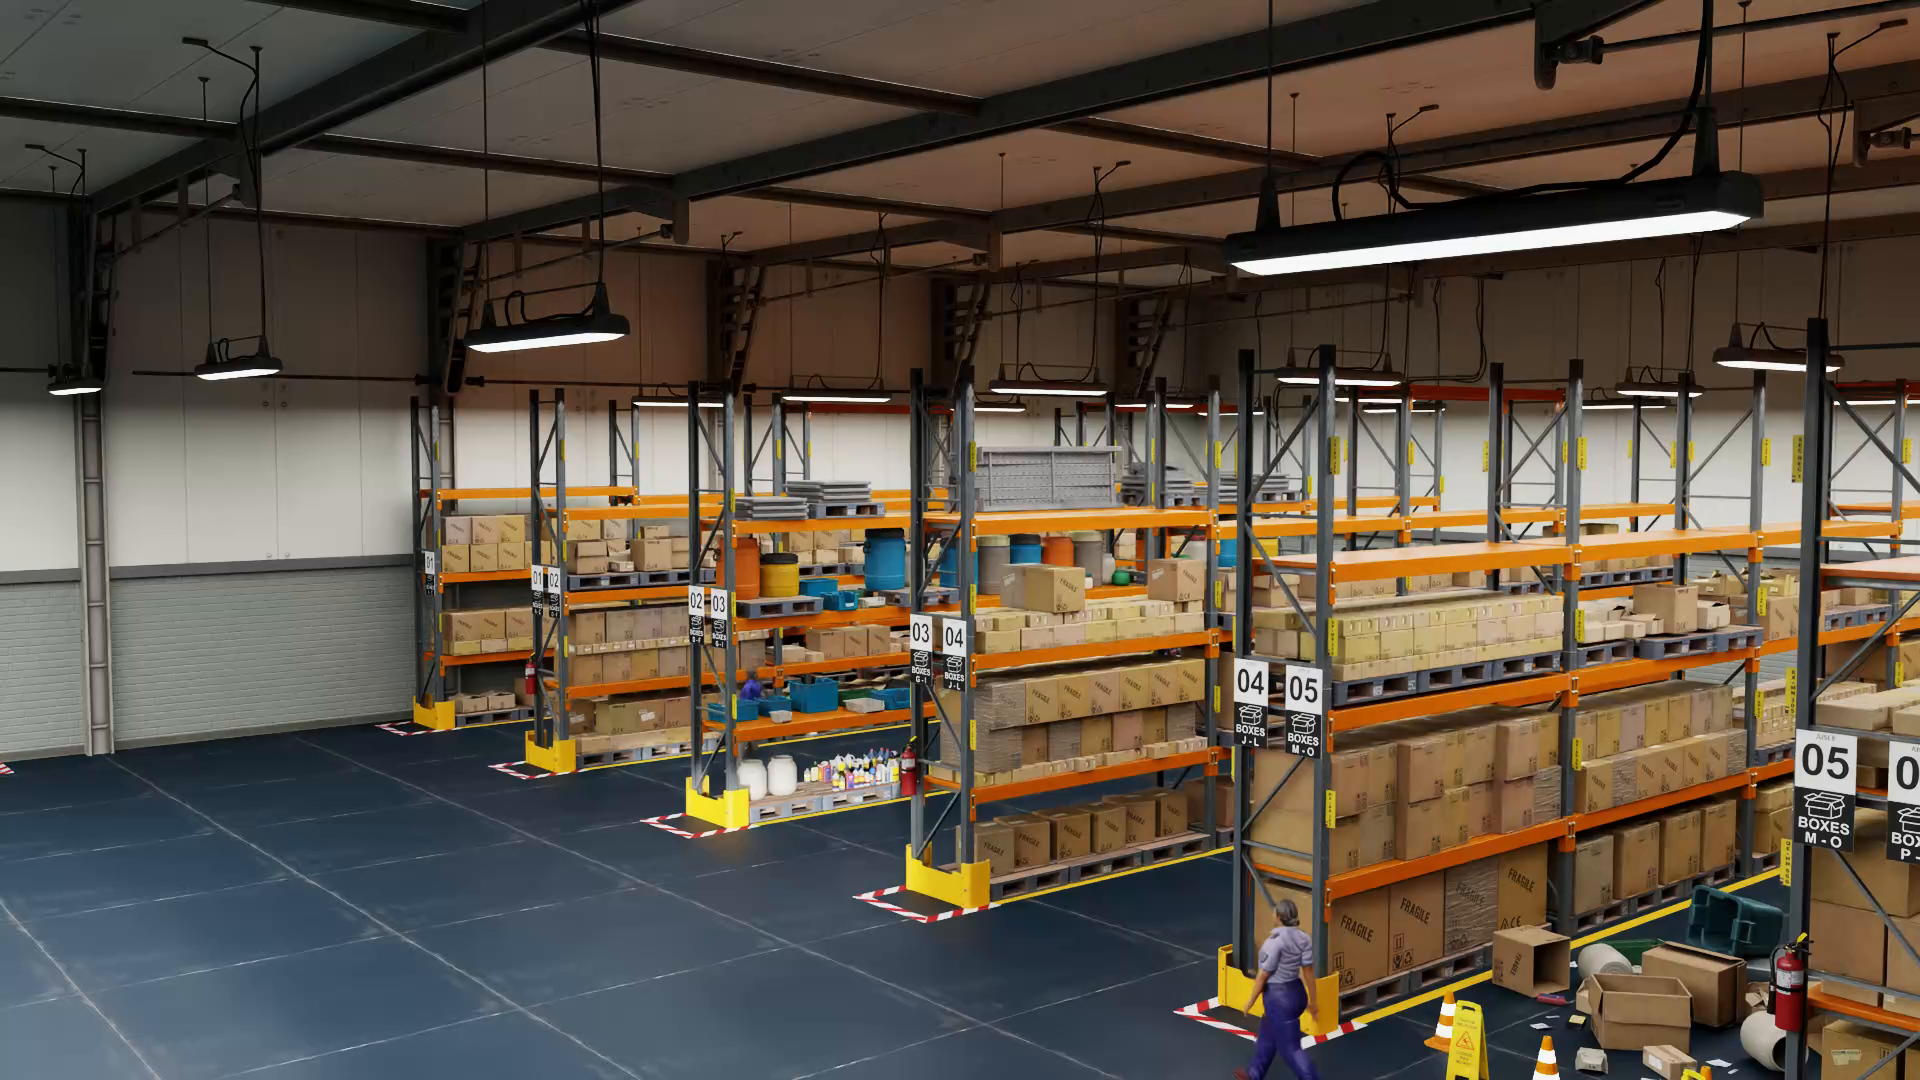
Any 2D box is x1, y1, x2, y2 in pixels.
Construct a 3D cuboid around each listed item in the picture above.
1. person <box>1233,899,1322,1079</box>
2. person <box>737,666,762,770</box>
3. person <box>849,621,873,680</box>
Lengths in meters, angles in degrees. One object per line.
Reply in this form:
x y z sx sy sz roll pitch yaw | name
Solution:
2.502 3.591 12.967 1.005 1.603 0.489 2 4 37 | person
-3.344 2.817 25.919 0.383 1.694 0.571 2 4 27 | person
-1.946 2.373 33.990 0.624 1.666 0.444 -1 3 -15 | person
